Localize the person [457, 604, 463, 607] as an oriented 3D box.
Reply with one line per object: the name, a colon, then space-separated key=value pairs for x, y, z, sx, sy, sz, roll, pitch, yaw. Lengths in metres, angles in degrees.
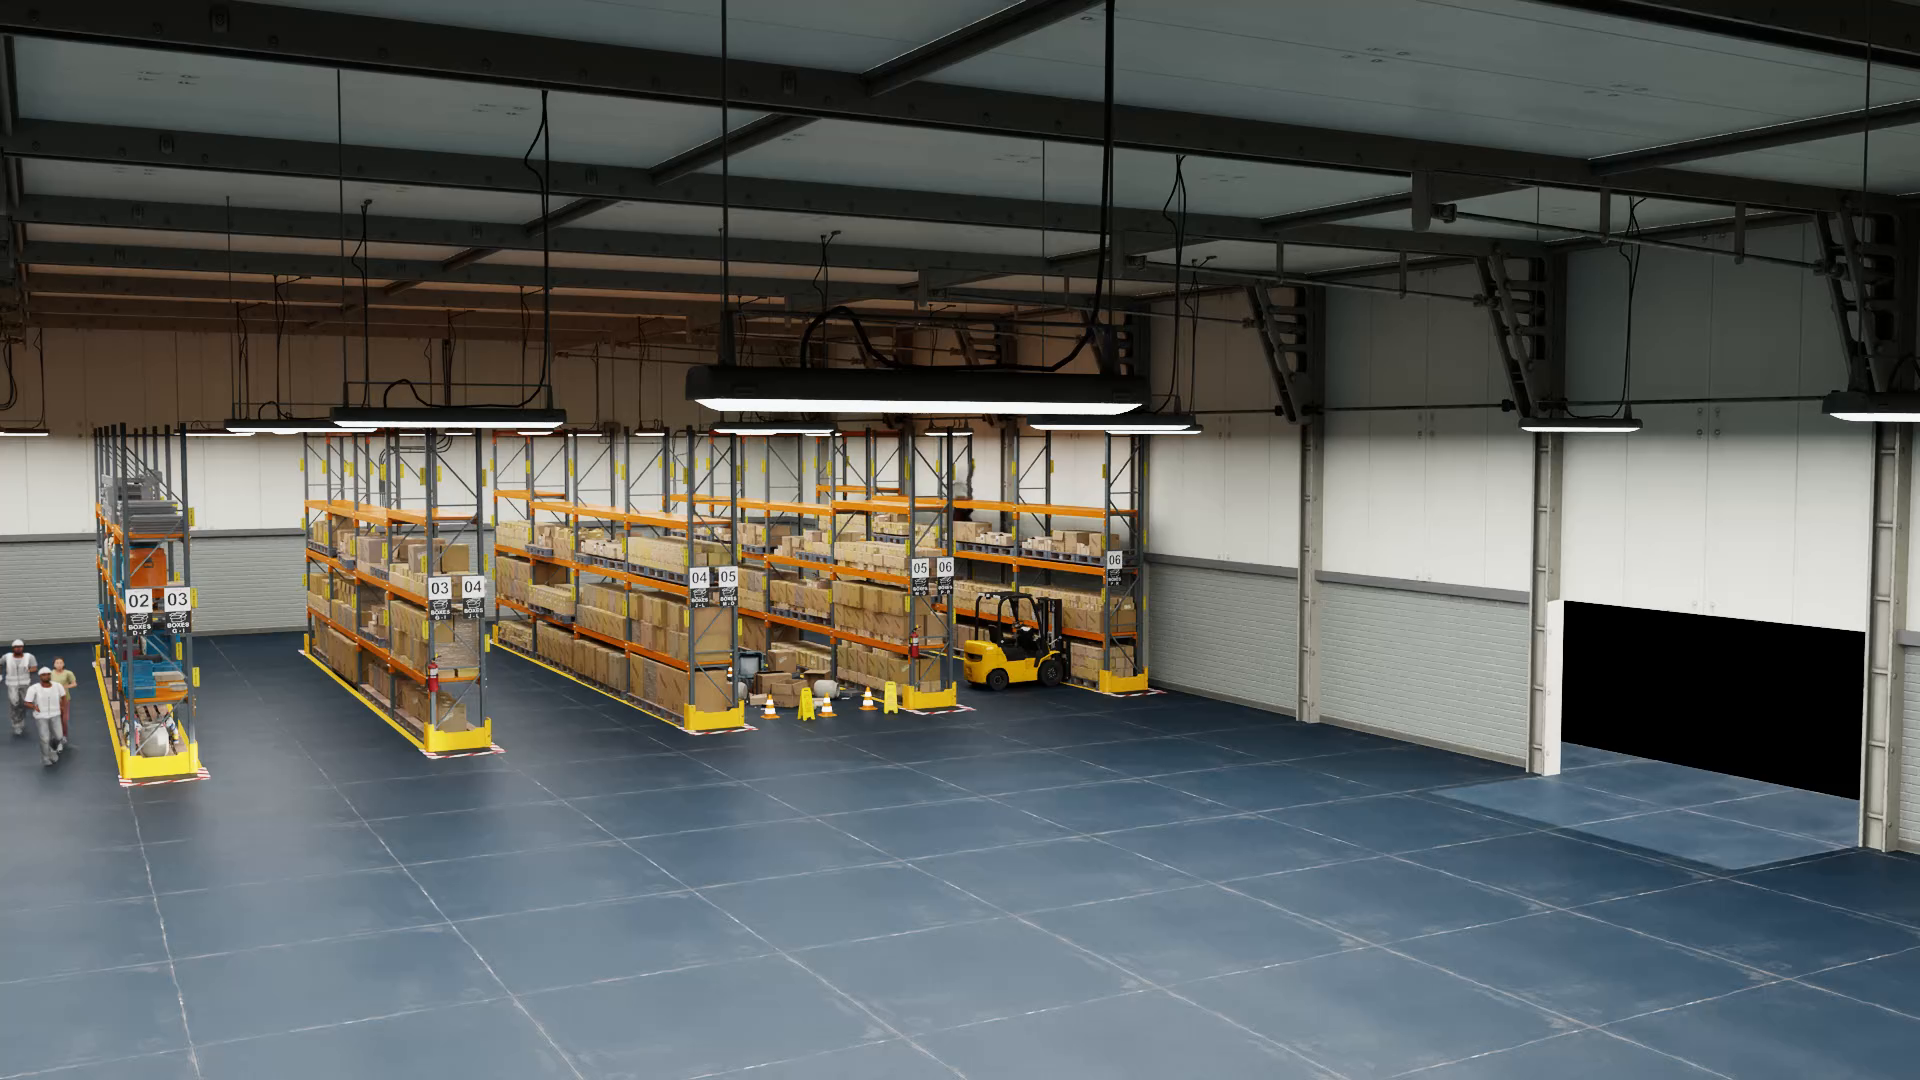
person: x=-13.677 y=2.121 z=45.317 sx=0.677 sy=1.760 sz=0.658 roll=-1 pitch=4 yaw=-16

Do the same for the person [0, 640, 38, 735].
person: x=-18.390 y=2.857 z=32.483 sx=0.661 sy=1.842 sz=0.882 roll=-3 pitch=4 yaw=-37

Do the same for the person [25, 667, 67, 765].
person: x=-15.947 y=3.087 z=29.097 sx=0.688 sy=1.721 sz=0.582 roll=-3 pitch=5 yaw=-41

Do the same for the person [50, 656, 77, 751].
person: x=-16.692 y=3.020 z=30.858 sx=0.547 sy=1.687 sz=0.843 roll=-2 pitch=4 yaw=-32
